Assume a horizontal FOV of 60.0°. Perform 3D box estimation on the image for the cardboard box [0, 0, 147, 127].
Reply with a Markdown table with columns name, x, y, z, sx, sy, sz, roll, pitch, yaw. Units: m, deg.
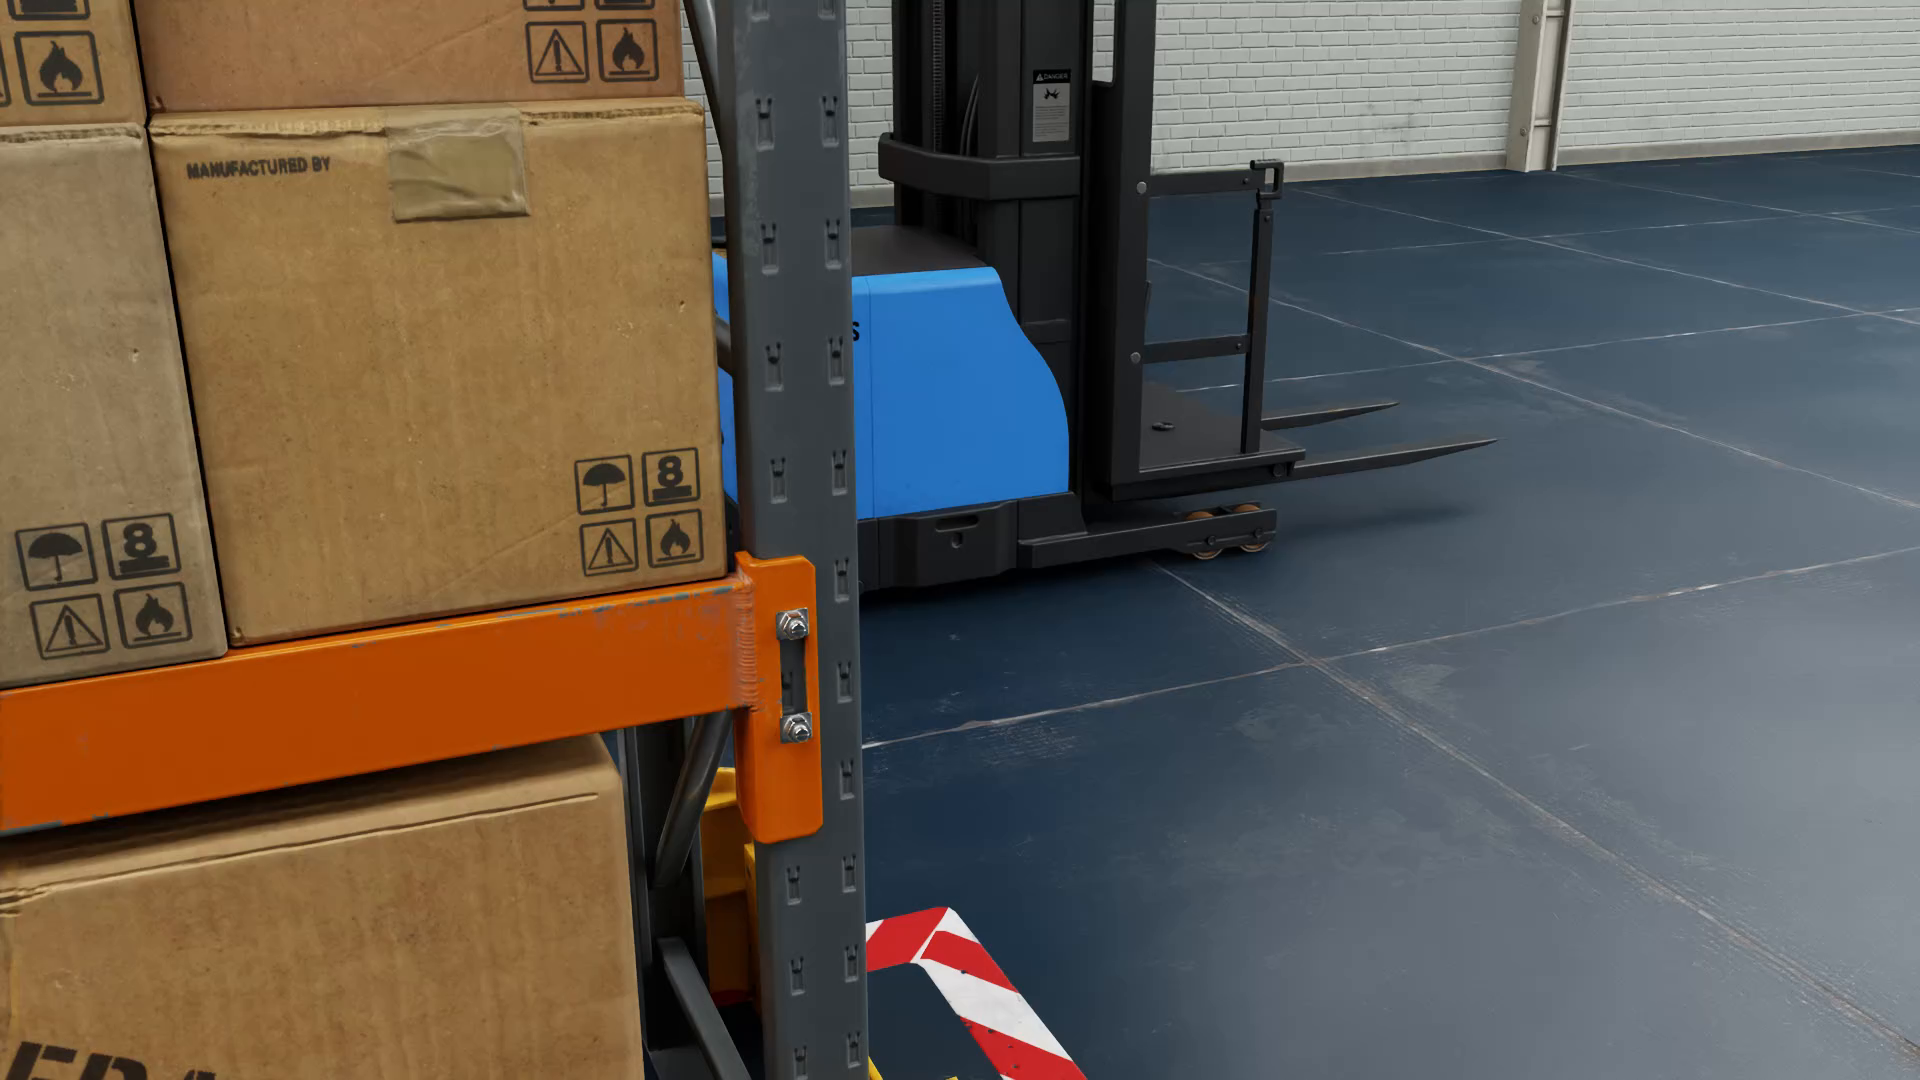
| name | x | y | z | sx | sy | sz | roll | pitch | yaw |
| --- | --- | --- | --- | --- | --- | --- | --- | --- | --- |
| cardboard box | -1.200 | -0.744 | 1.766 | 0.550 | 0.550 | 0.875 | -8 | 21 | -22 |

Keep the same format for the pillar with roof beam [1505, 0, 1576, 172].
| name | x | y | z | sx | sy | sz | roll | pitch | yaw |
| --- | --- | --- | --- | --- | --- | --- | --- | --- | --- |
| pillar with roof beam | 7.329 | -6.589 | 11.187 | 0.400 | 9.000 | 9.100 | -8 | 21 | -22 |

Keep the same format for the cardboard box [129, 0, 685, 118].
| name | x | y | z | sx | sy | sz | roll | pitch | yaw |
| --- | --- | --- | --- | --- | --- | --- | --- | --- | --- |
| cardboard box | -0.732 | -0.844 | 2.052 | 0.550 | 0.550 | 0.875 | -8 | 21 | -22 |

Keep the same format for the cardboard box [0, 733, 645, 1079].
| name | x | y | z | sx | sy | sz | roll | pitch | yaw |
| --- | --- | --- | --- | --- | --- | --- | --- | --- | --- |
| cardboard box | -0.972 | 0.612 | 2.333 | 0.875 | 0.875 | 0.875 | -8 | 21 | -22 |

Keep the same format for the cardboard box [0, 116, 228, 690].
| name | x | y | z | sx | sy | sz | roll | pitch | yaw |
| --- | --- | --- | --- | --- | --- | --- | --- | --- | --- |
| cardboard box | -1.195 | -0.230 | 1.934 | 0.550 | 0.550 | 0.875 | -8 | 21 | -22 |

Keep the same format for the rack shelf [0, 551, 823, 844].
| name | x | y | z | sx | sy | sz | roll | pitch | yaw |
| --- | --- | --- | --- | --- | --- | --- | --- | --- | --- |
| rack shelf | -2.212 | 0.301 | 1.733 | 4.000 | 0.370 | 1.077 | -8 | 21 | -22 |

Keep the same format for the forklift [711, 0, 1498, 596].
| name | x | y | z | sx | sy | sz | roll | pitch | yaw |
| --- | --- | --- | --- | --- | --- | --- | --- | --- | --- |
| forklift | 0.572 | -1.465 | 5.770 | 3.031 | 2.935 | 1.130 | -8 | 21 | -22 |

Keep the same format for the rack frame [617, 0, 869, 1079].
| name | x | y | z | sx | sy | sz | roll | pitch | yaw |
| --- | --- | --- | --- | --- | --- | --- | --- | --- | --- |
| rack frame | -0.376 | -0.301 | 2.361 | 0.127 | 3.000 | 1.000 | -8 | 21 | -22 |

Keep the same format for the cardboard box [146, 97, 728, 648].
| name | x | y | z | sx | sy | sz | roll | pitch | yaw |
| --- | --- | --- | --- | --- | --- | --- | --- | --- | --- |
| cardboard box | -0.699 | -0.309 | 2.158 | 0.550 | 0.550 | 0.875 | -8 | 21 | -22 |

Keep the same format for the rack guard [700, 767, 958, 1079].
| name | x | y | z | sx | sy | sz | roll | pitch | yaw |
| --- | --- | --- | --- | --- | --- | --- | --- | --- | --- |
| rack guard | -0.354 | 0.875 | 2.785 | 0.348 | 0.500 | 1.175 | -8 | 21 | -22 |
